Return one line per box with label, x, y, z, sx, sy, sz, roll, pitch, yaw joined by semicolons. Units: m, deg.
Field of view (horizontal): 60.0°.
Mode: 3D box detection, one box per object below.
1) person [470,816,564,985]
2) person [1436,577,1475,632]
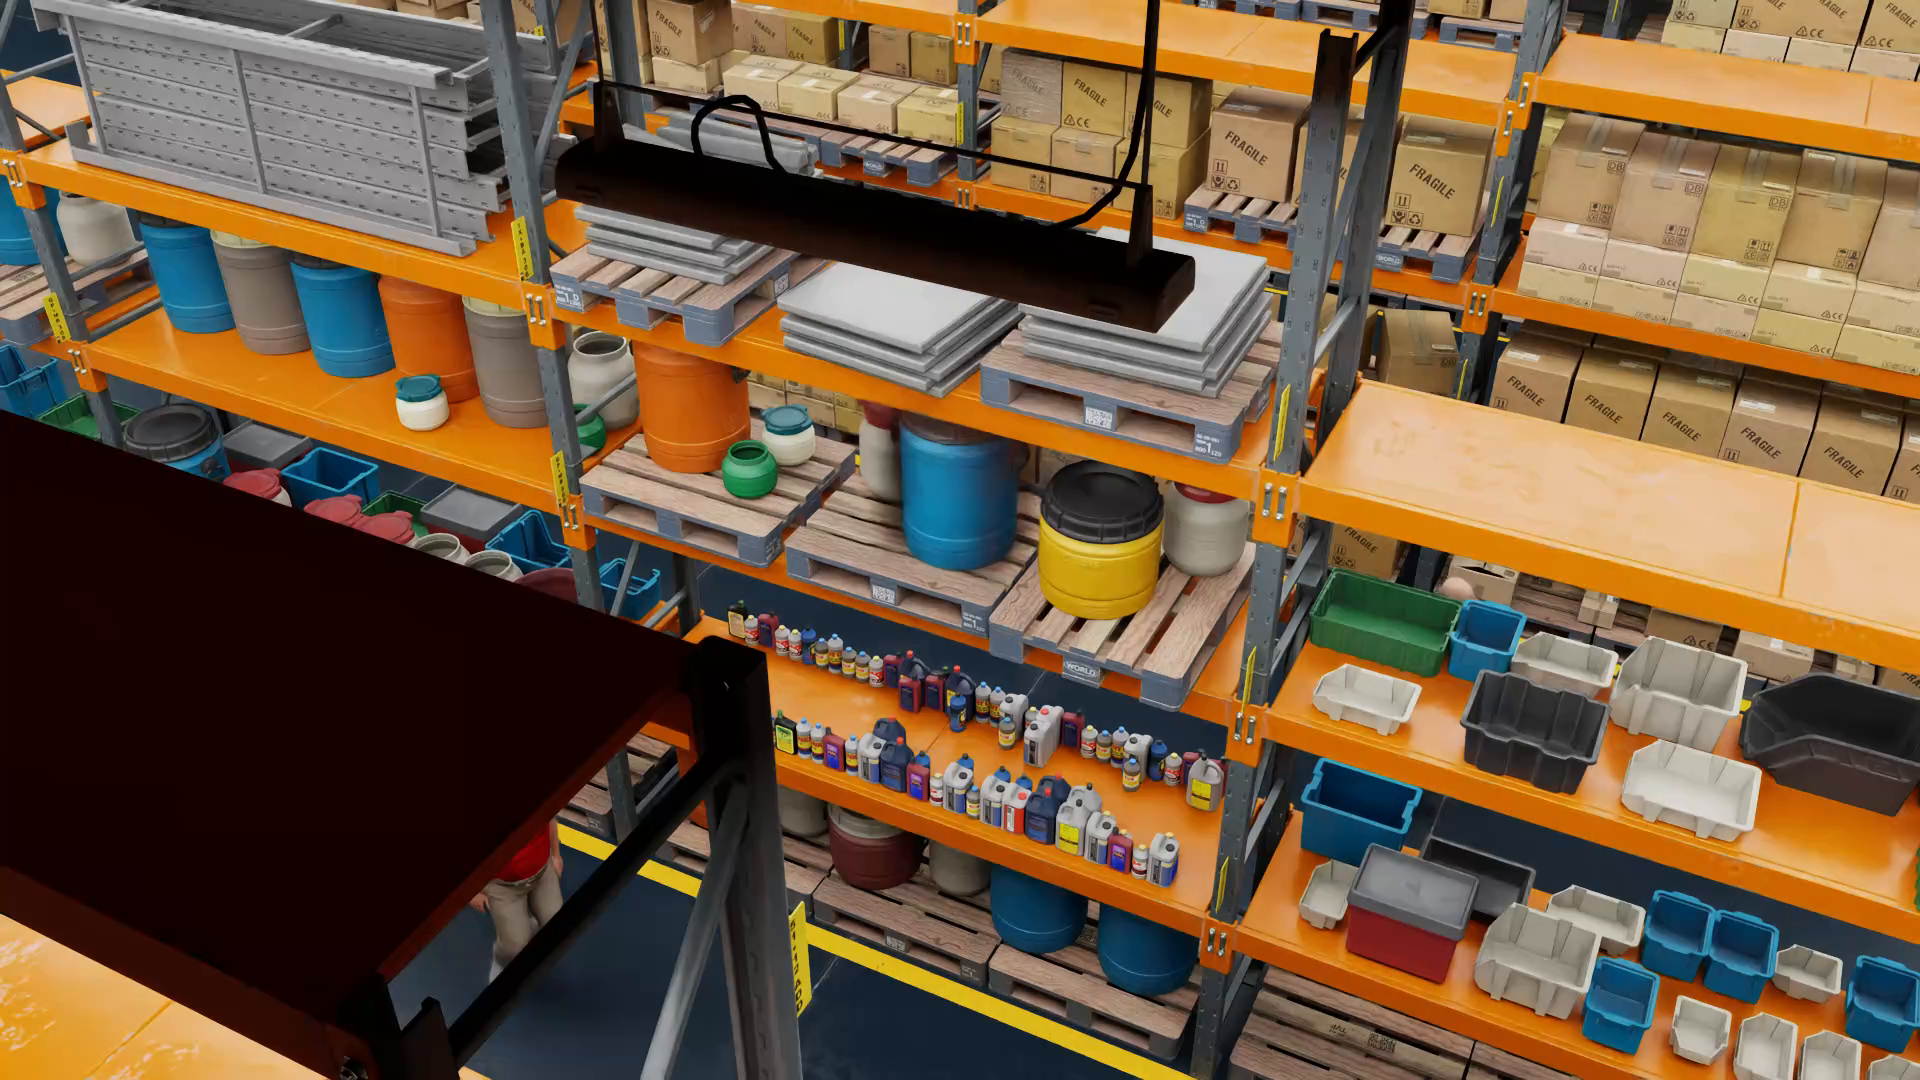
person;-2.497;1.877;9.381;0.466;1.709;0.578;29;44;35
person;3.075;0.912;10.696;0.526;1.764;0.694;11;36;15
